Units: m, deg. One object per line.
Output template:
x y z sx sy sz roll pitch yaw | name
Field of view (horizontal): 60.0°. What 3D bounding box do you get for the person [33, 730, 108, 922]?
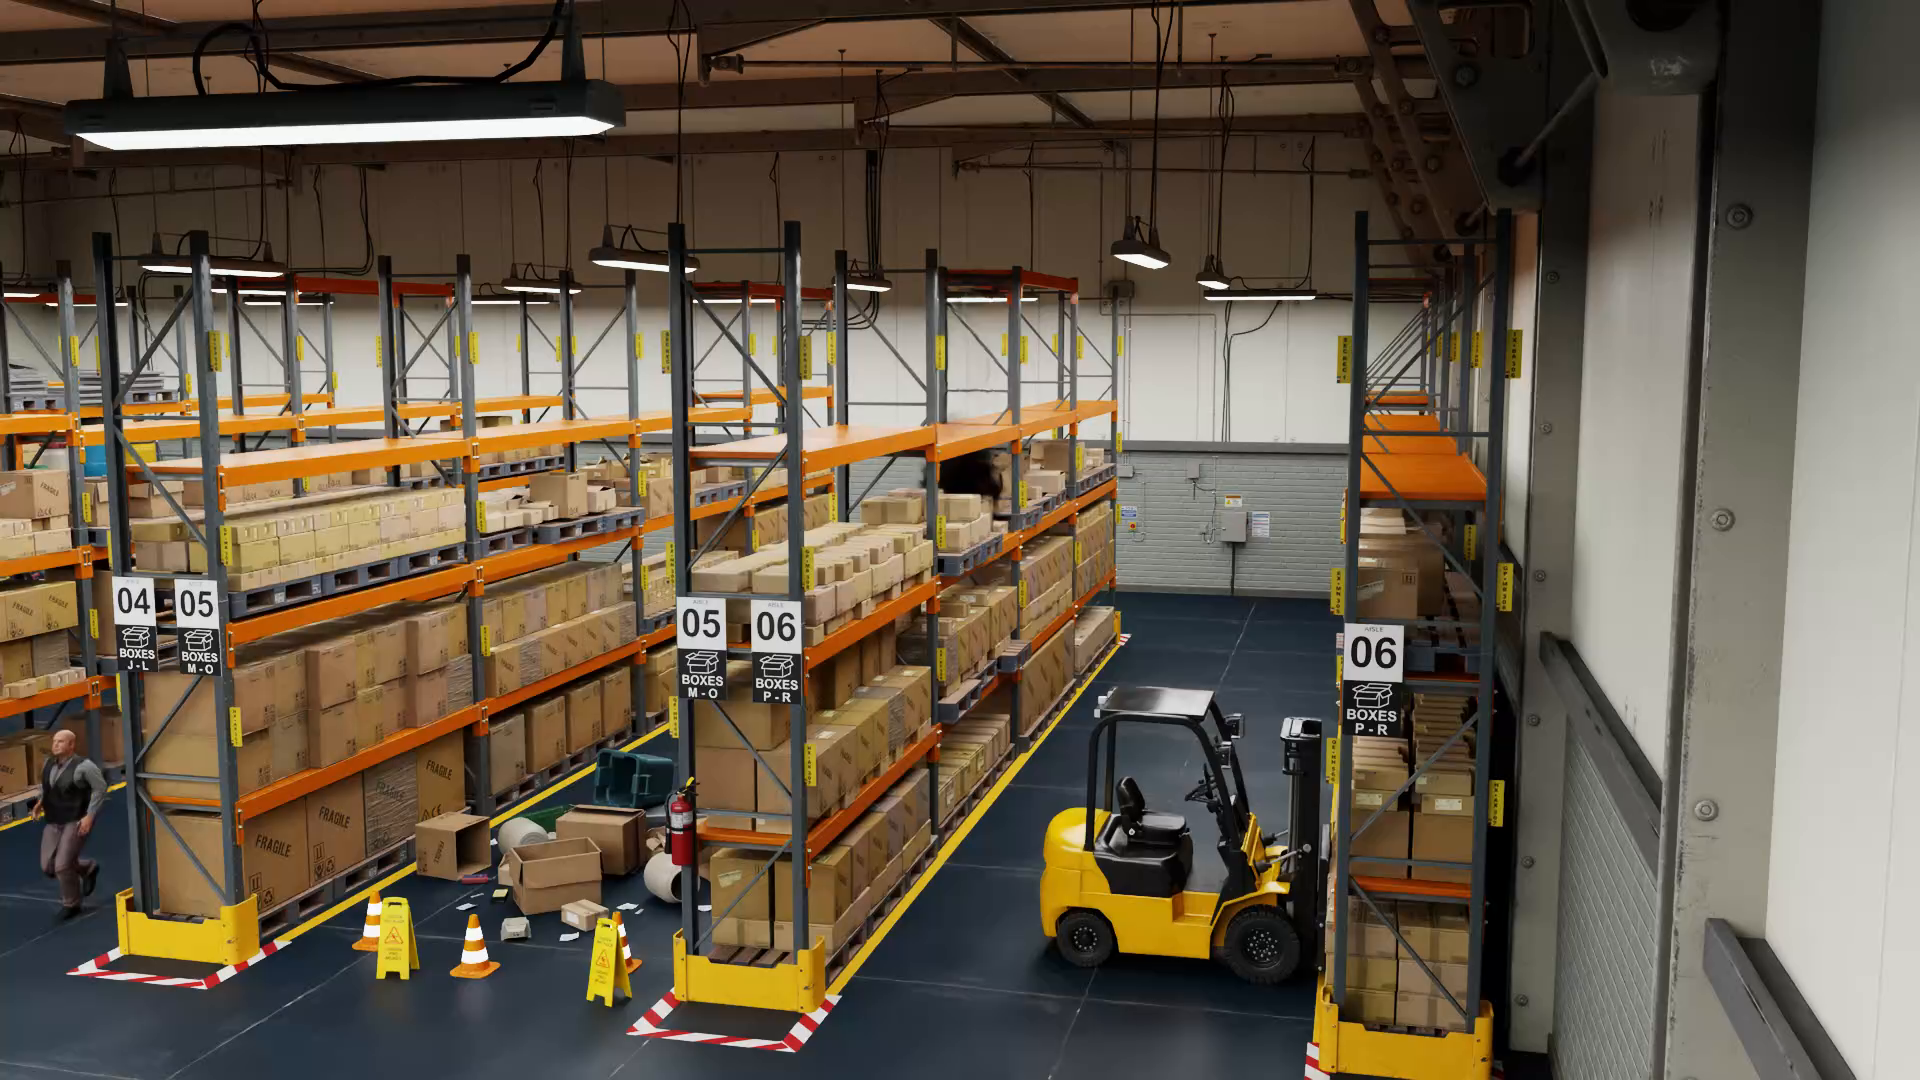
-7.979 2.531 14.943 0.692 1.699 0.562 2 7 19 | person
